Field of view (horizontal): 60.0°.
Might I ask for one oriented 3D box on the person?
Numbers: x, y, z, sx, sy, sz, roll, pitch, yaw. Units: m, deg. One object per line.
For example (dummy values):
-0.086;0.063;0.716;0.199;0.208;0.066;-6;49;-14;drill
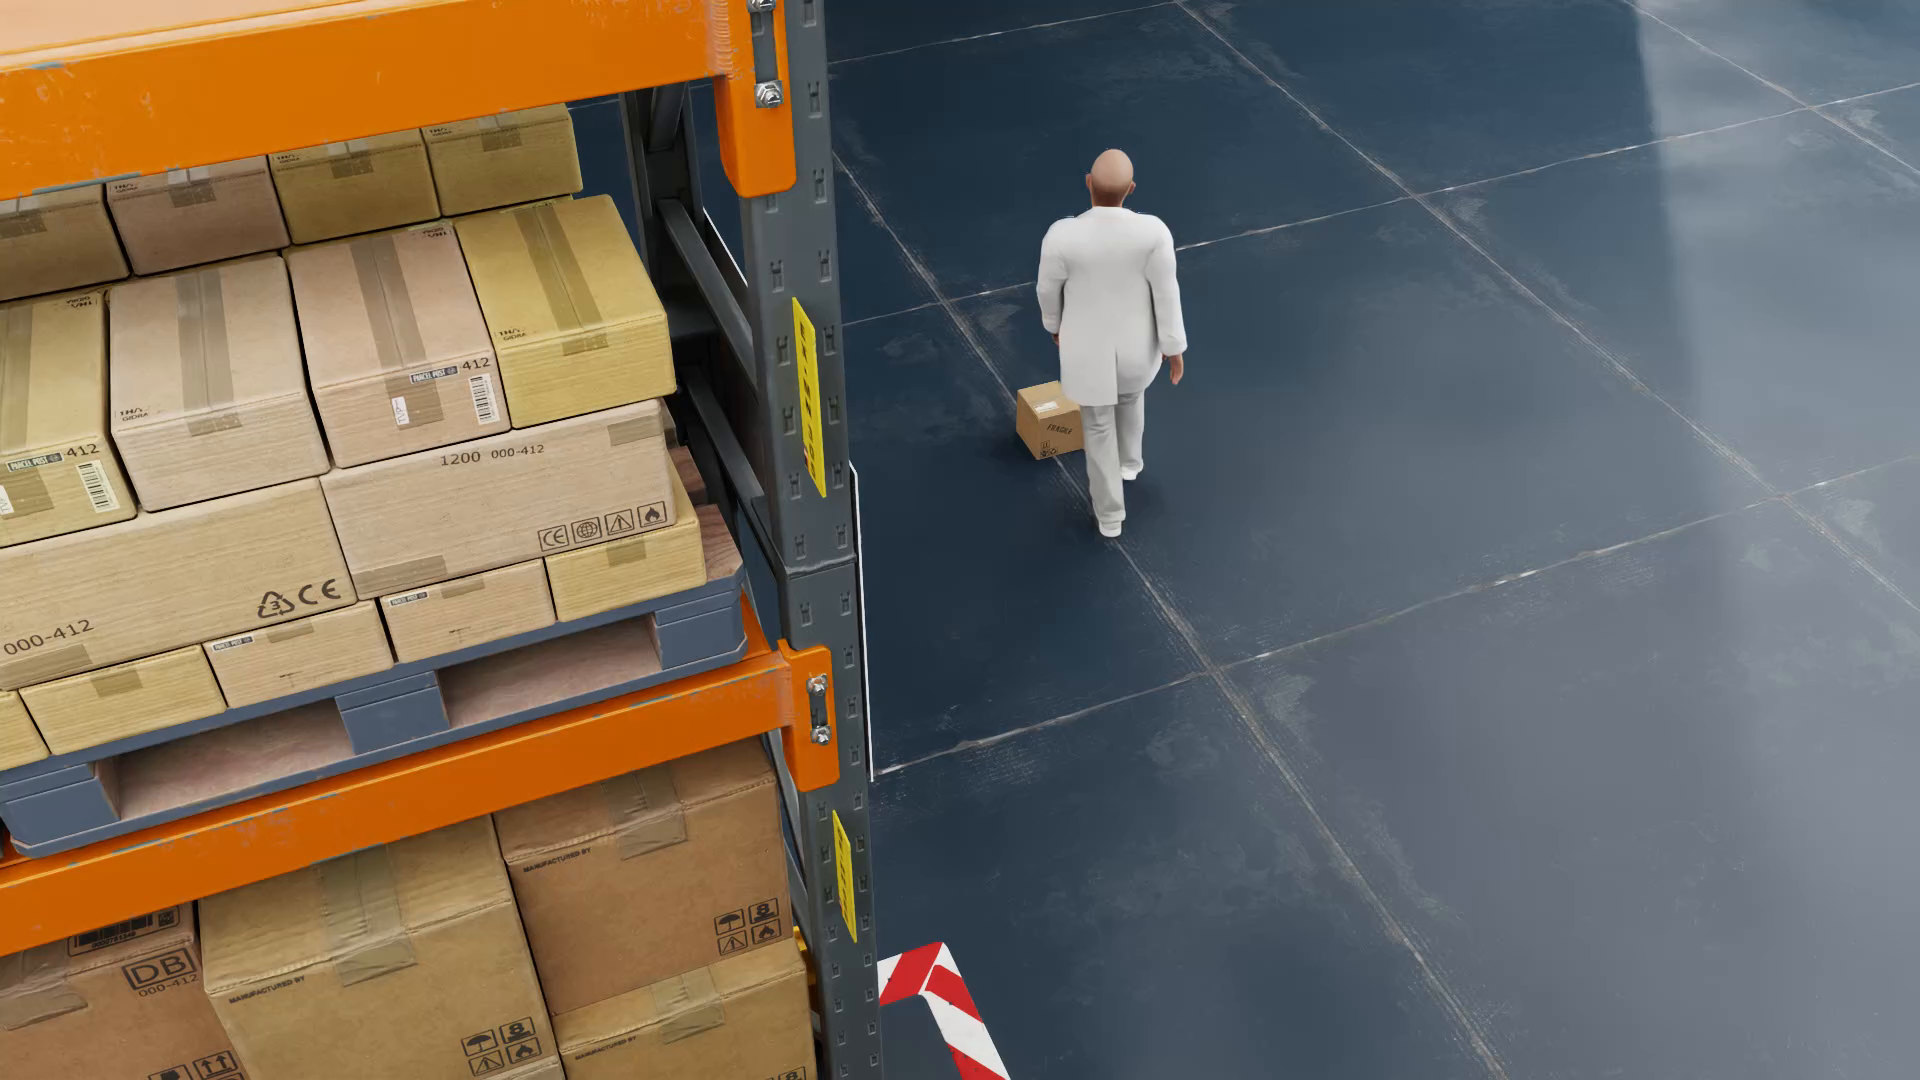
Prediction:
0.629;-0.856;7.165;0.626;1.829;0.675;-4;41;-4;person
